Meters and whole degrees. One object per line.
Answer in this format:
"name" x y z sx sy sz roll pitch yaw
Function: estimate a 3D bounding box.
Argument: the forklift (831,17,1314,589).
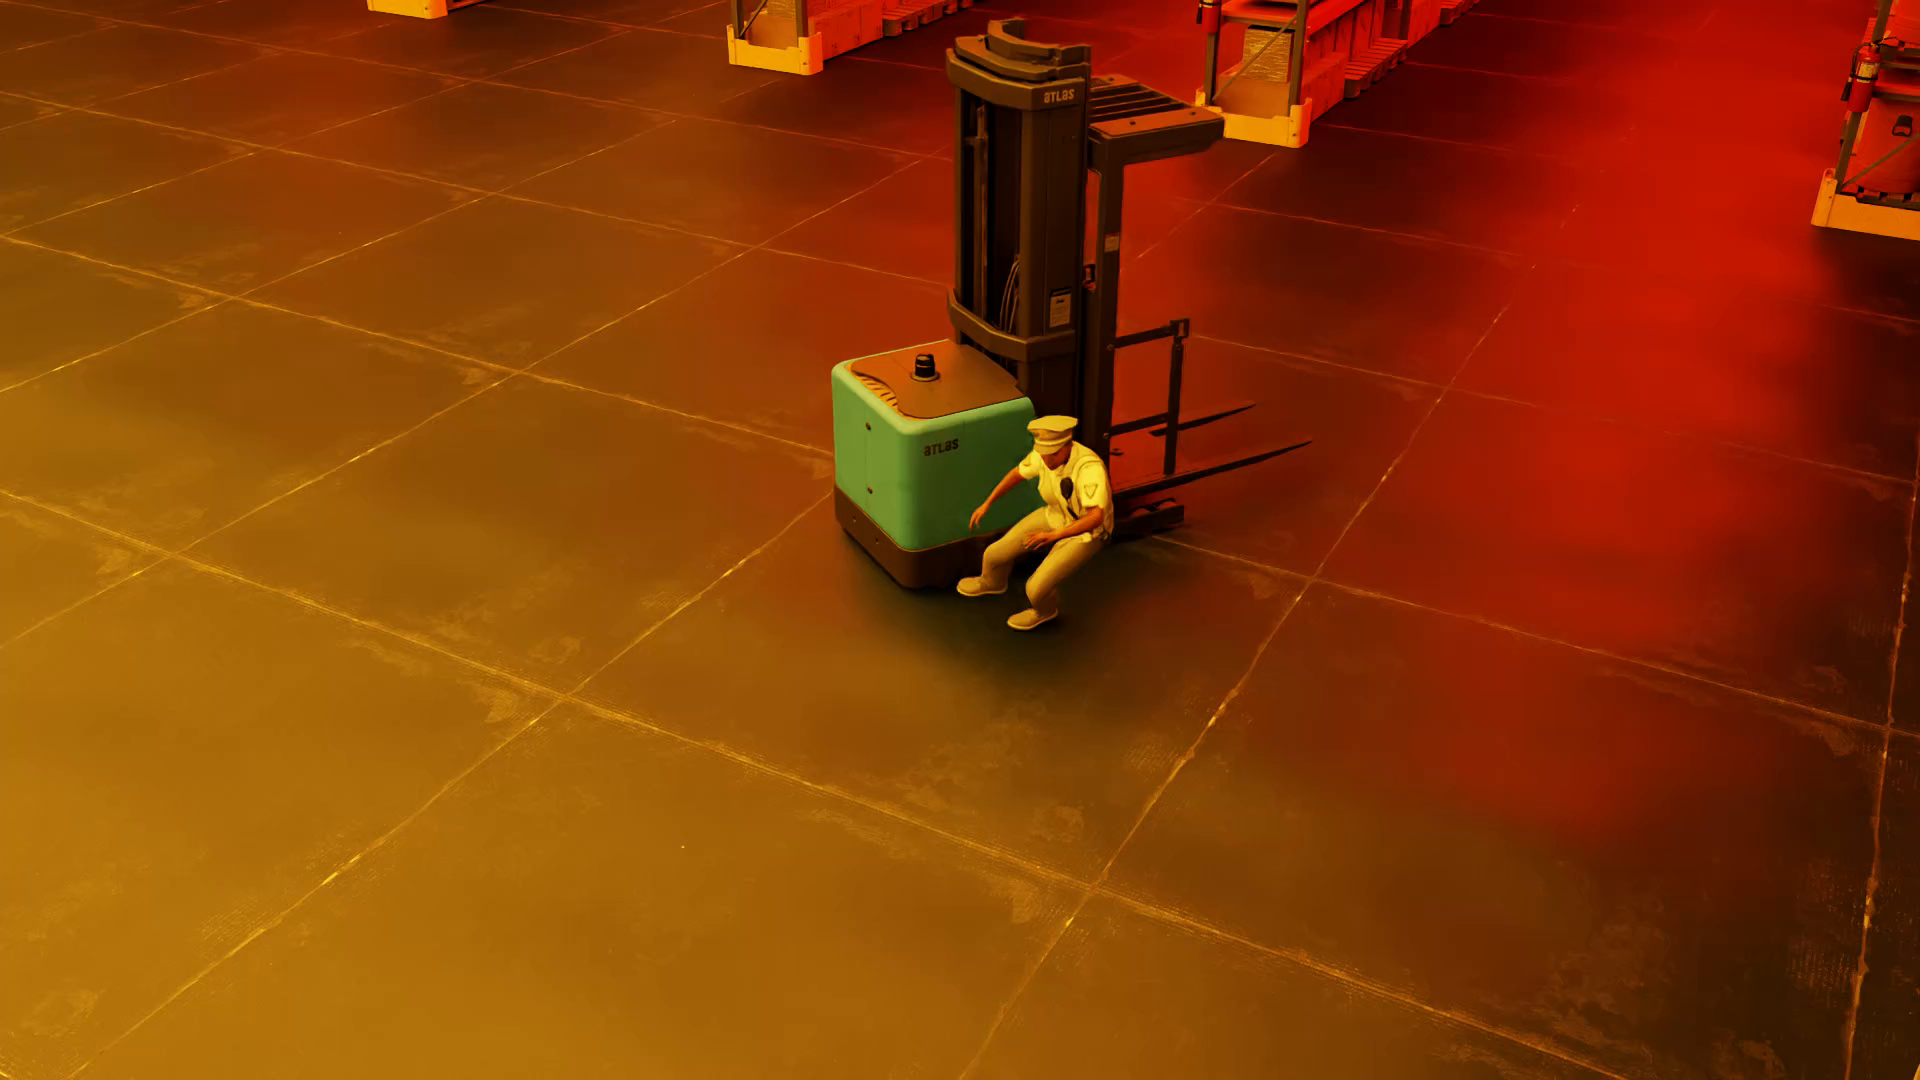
"forklift" 0.784 -1.507 9.682 3.031 2.935 1.130 -15 33 -24

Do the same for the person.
"person" 0.328 -0.045 8.649 1.095 1.397 0.895 23 37 34
